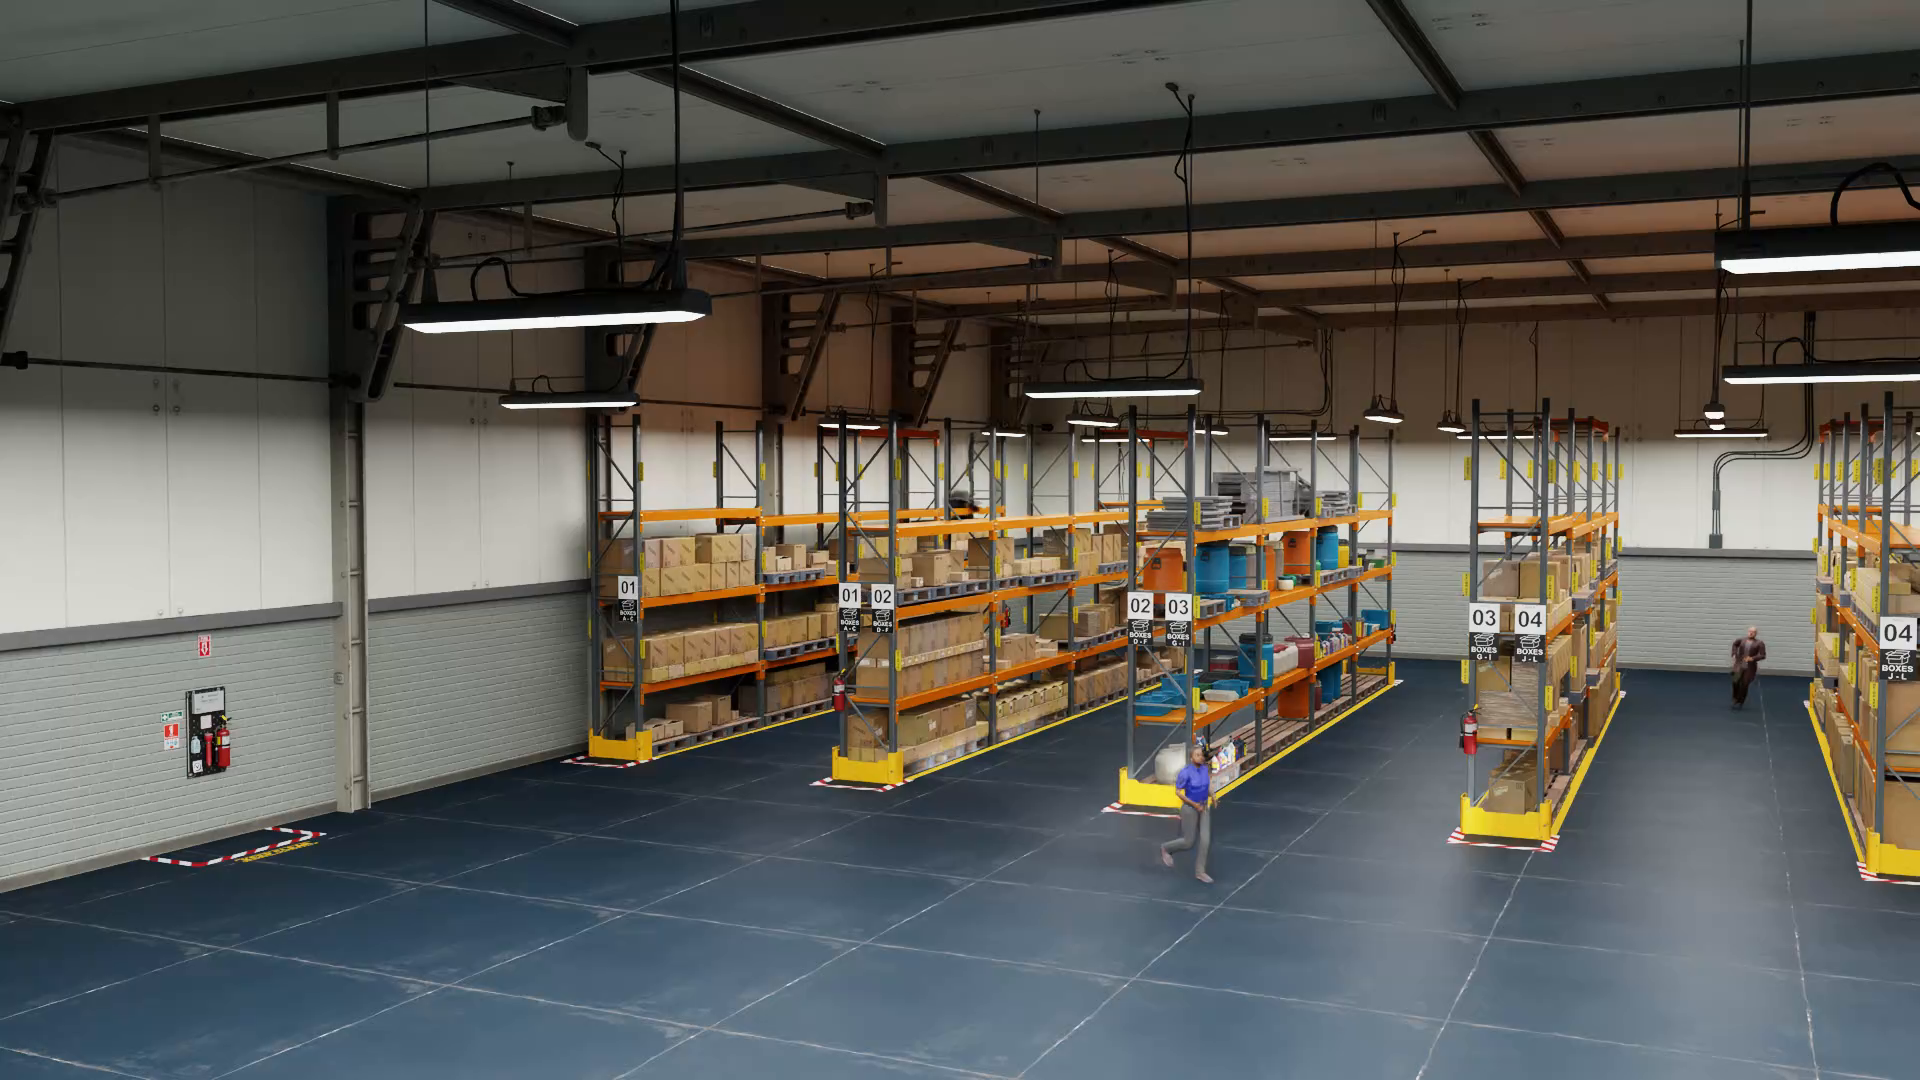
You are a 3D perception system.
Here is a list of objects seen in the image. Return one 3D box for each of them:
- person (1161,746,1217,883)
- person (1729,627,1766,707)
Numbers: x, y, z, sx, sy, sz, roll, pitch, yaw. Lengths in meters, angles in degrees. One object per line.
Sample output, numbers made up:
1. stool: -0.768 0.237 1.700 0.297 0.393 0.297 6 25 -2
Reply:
1. person: 2.863 3.356 20.505 0.559 1.649 0.749 -2 3 -34
2. person: 16.619 2.686 35.064 0.697 1.723 0.673 2 3 35
